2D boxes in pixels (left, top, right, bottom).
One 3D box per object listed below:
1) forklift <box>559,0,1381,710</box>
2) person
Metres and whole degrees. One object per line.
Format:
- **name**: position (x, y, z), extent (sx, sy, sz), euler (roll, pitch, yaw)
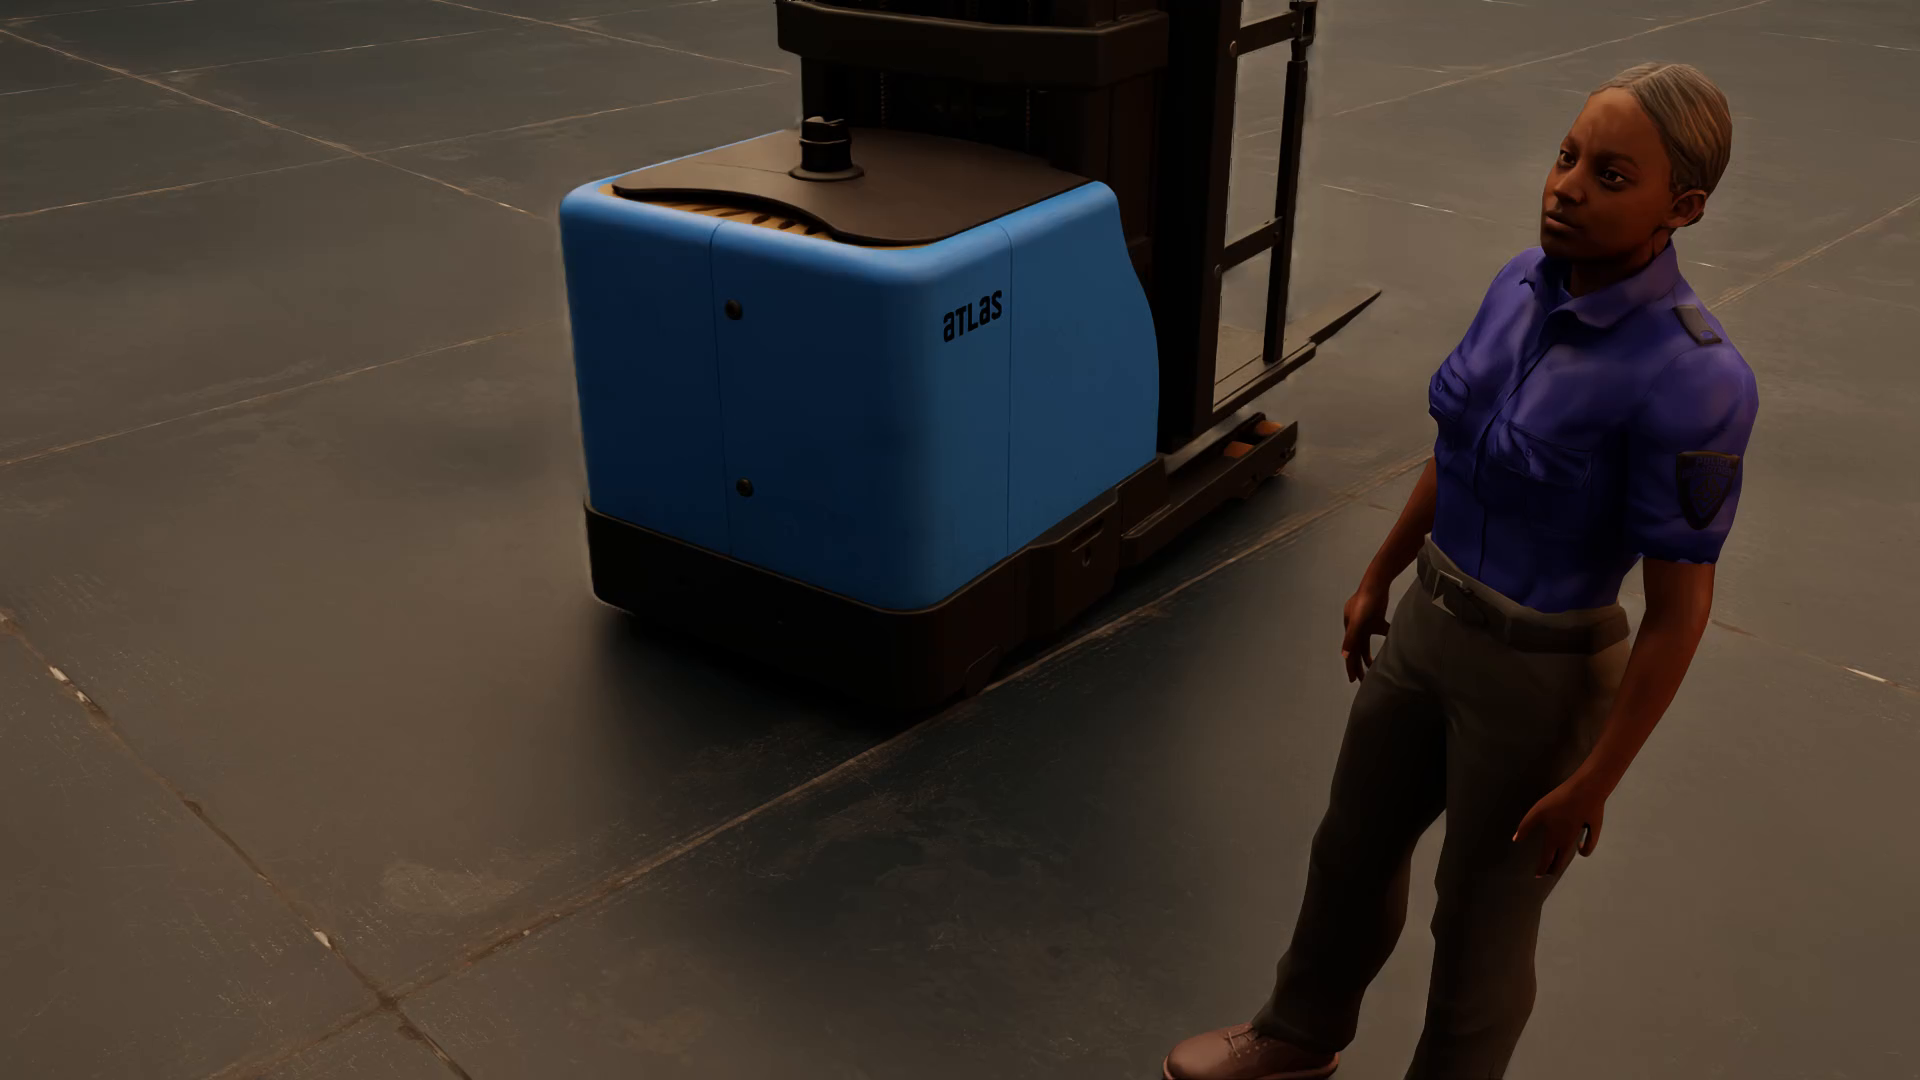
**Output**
- **forklift**: position (0.342, -1.540, 4.355), extent (1.130, 2.935, 3.031), euler (17, 31, 31)
- **person**: position (0.645, 0.206, 2.227), extent (0.505, 1.654, 0.567), euler (-9, 27, -17)
